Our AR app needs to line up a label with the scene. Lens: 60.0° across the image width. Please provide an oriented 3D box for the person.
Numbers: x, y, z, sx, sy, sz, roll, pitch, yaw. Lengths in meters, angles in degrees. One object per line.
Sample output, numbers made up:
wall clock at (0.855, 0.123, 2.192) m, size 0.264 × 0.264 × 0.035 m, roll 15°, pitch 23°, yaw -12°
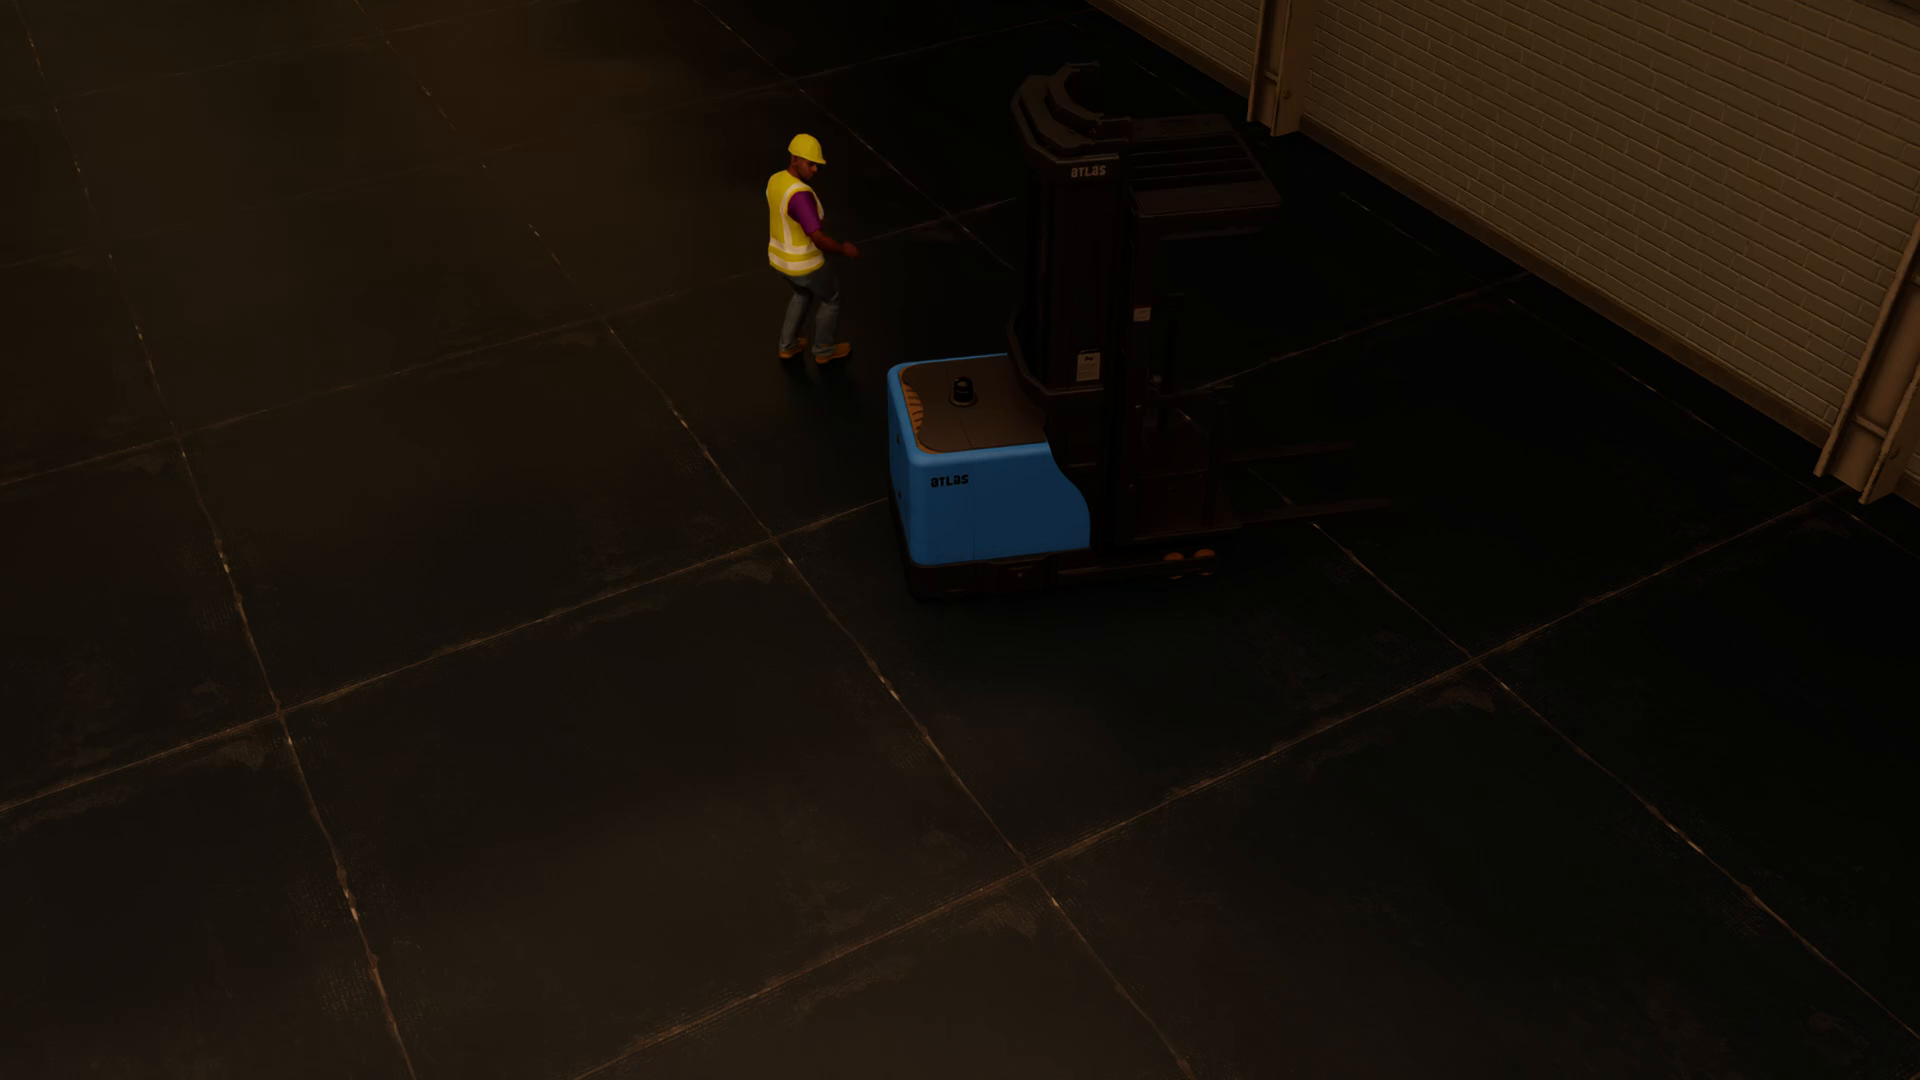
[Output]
person at (-1.009, -1.978, 11.420) m, size 0.645 × 1.716 × 0.821 m, roll -27°, pitch 47°, yaw -28°

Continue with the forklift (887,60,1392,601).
forklift at (1.118, -1.217, 9.504) m, size 3.031 × 2.935 × 1.130 m, roll -7°, pitch 40°, yaw -8°
